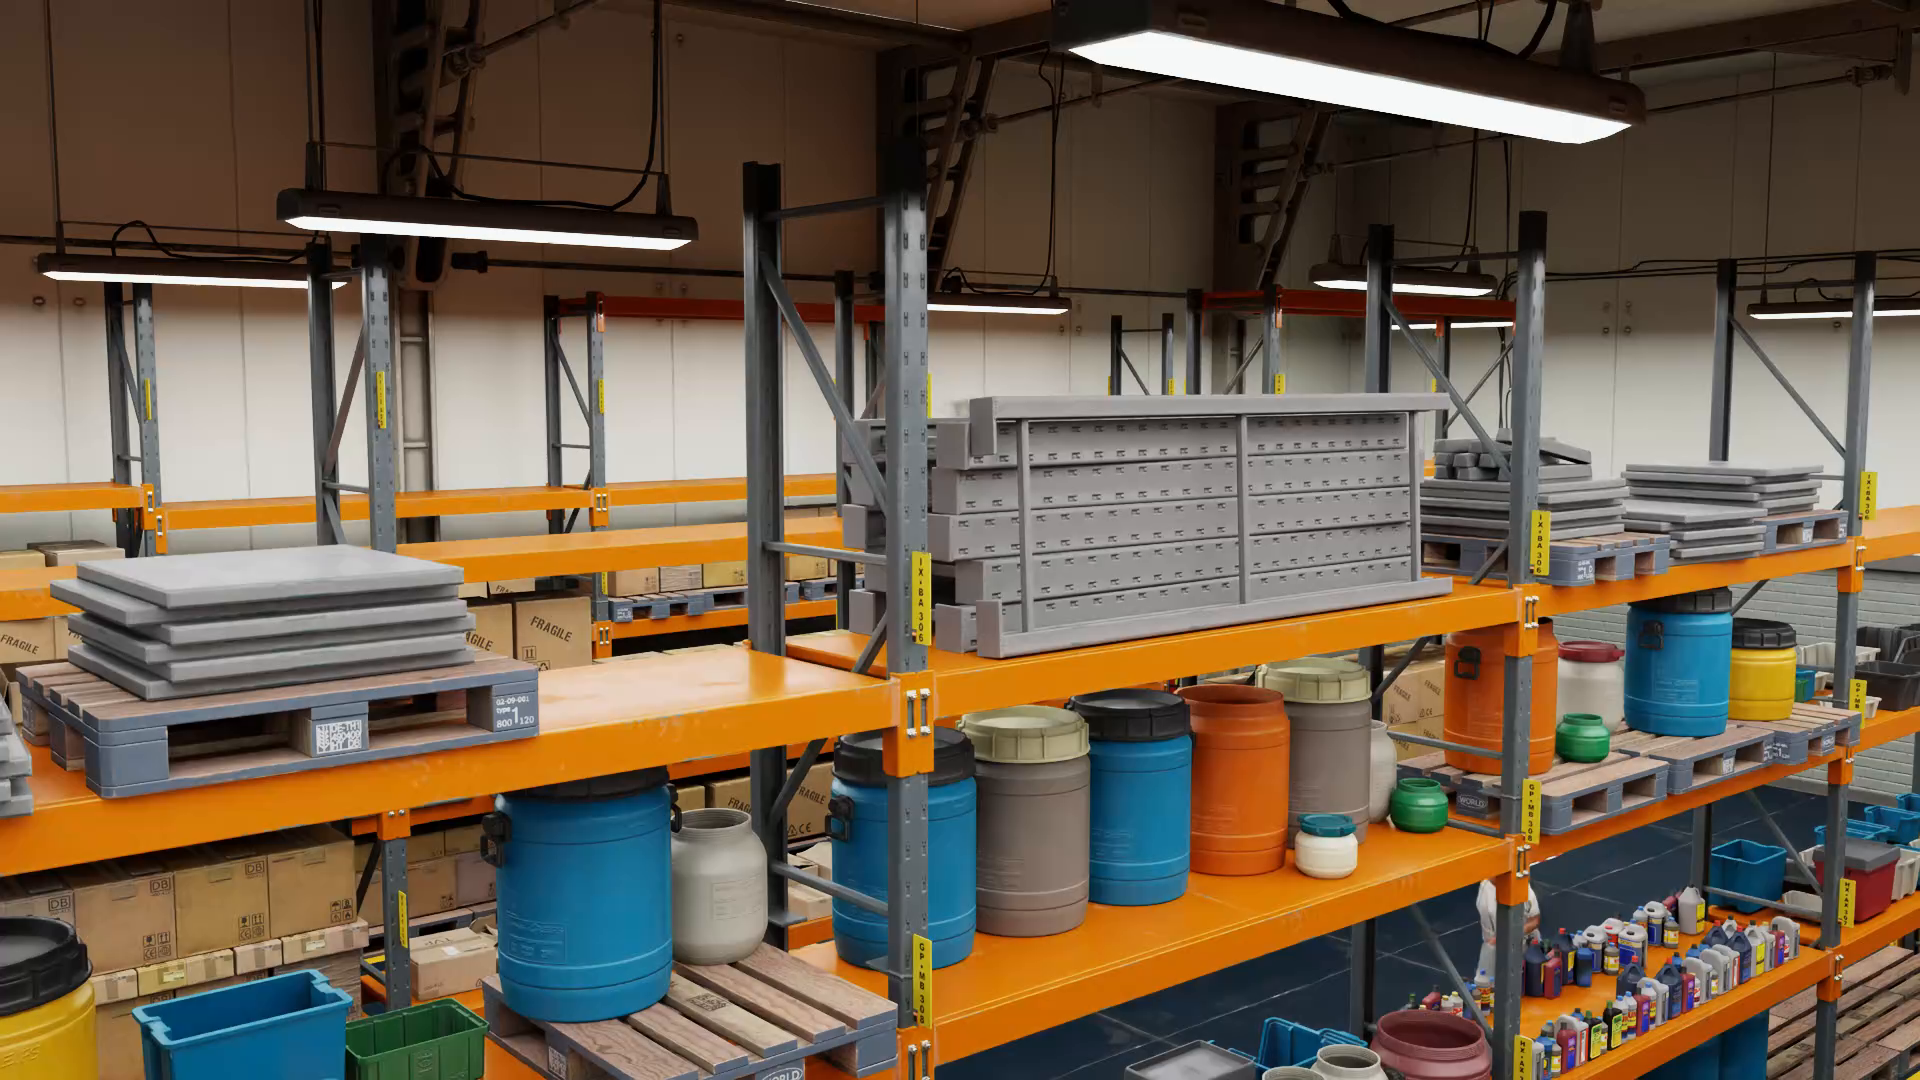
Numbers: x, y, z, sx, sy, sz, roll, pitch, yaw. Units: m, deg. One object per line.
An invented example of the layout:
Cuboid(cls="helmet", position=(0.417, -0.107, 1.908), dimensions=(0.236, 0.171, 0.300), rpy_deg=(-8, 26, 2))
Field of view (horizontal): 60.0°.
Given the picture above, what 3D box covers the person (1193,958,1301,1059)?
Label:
Cuboid(cls="person", position=(1.802, 3.299, 10.643), dimensions=(0.943, 1.662, 0.606), rpy_deg=(-5, 7, -41))
